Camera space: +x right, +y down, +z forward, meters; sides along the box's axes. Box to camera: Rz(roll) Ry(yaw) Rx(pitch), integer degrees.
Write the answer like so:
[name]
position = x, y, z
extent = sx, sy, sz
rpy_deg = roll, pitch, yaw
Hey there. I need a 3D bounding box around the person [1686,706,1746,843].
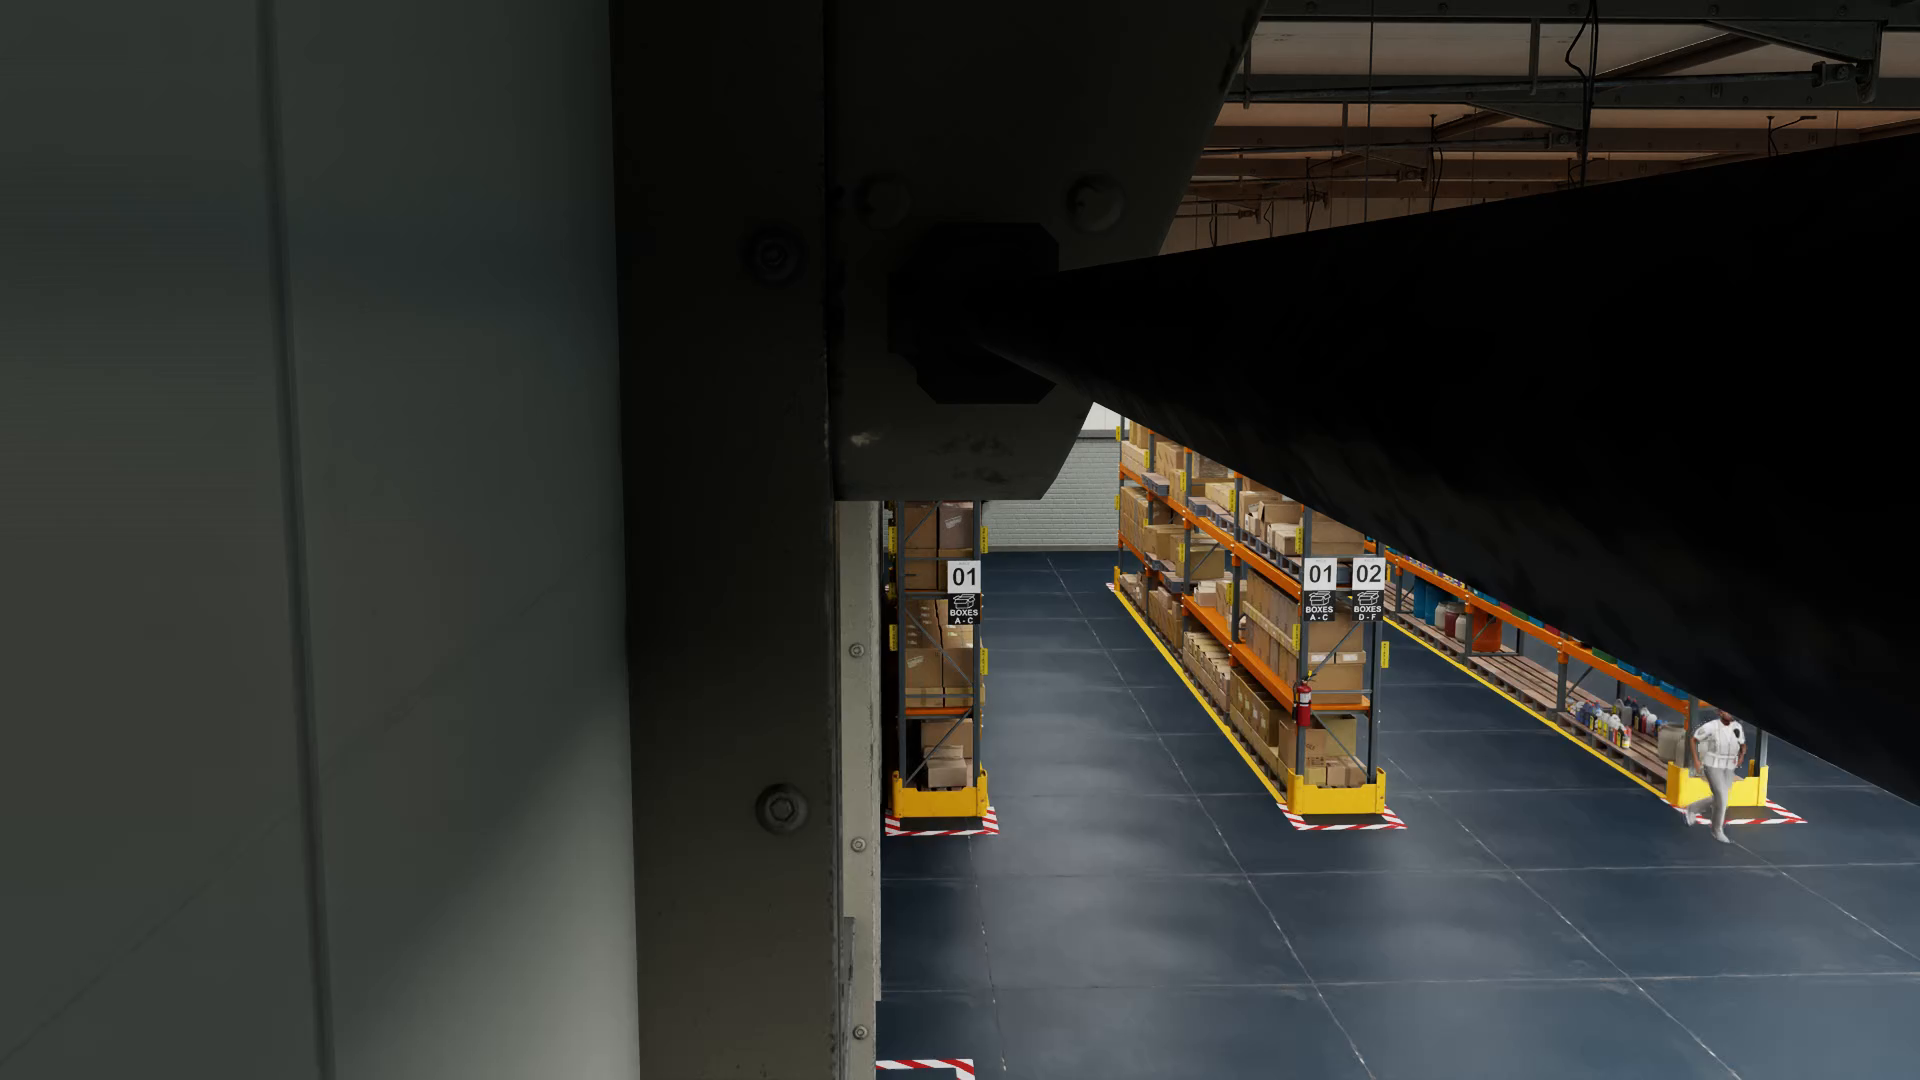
[person]
position = 8.987, 2.711, 19.749
extent = 0.666, 1.704, 0.663
rpy_deg = -2, 8, -14
